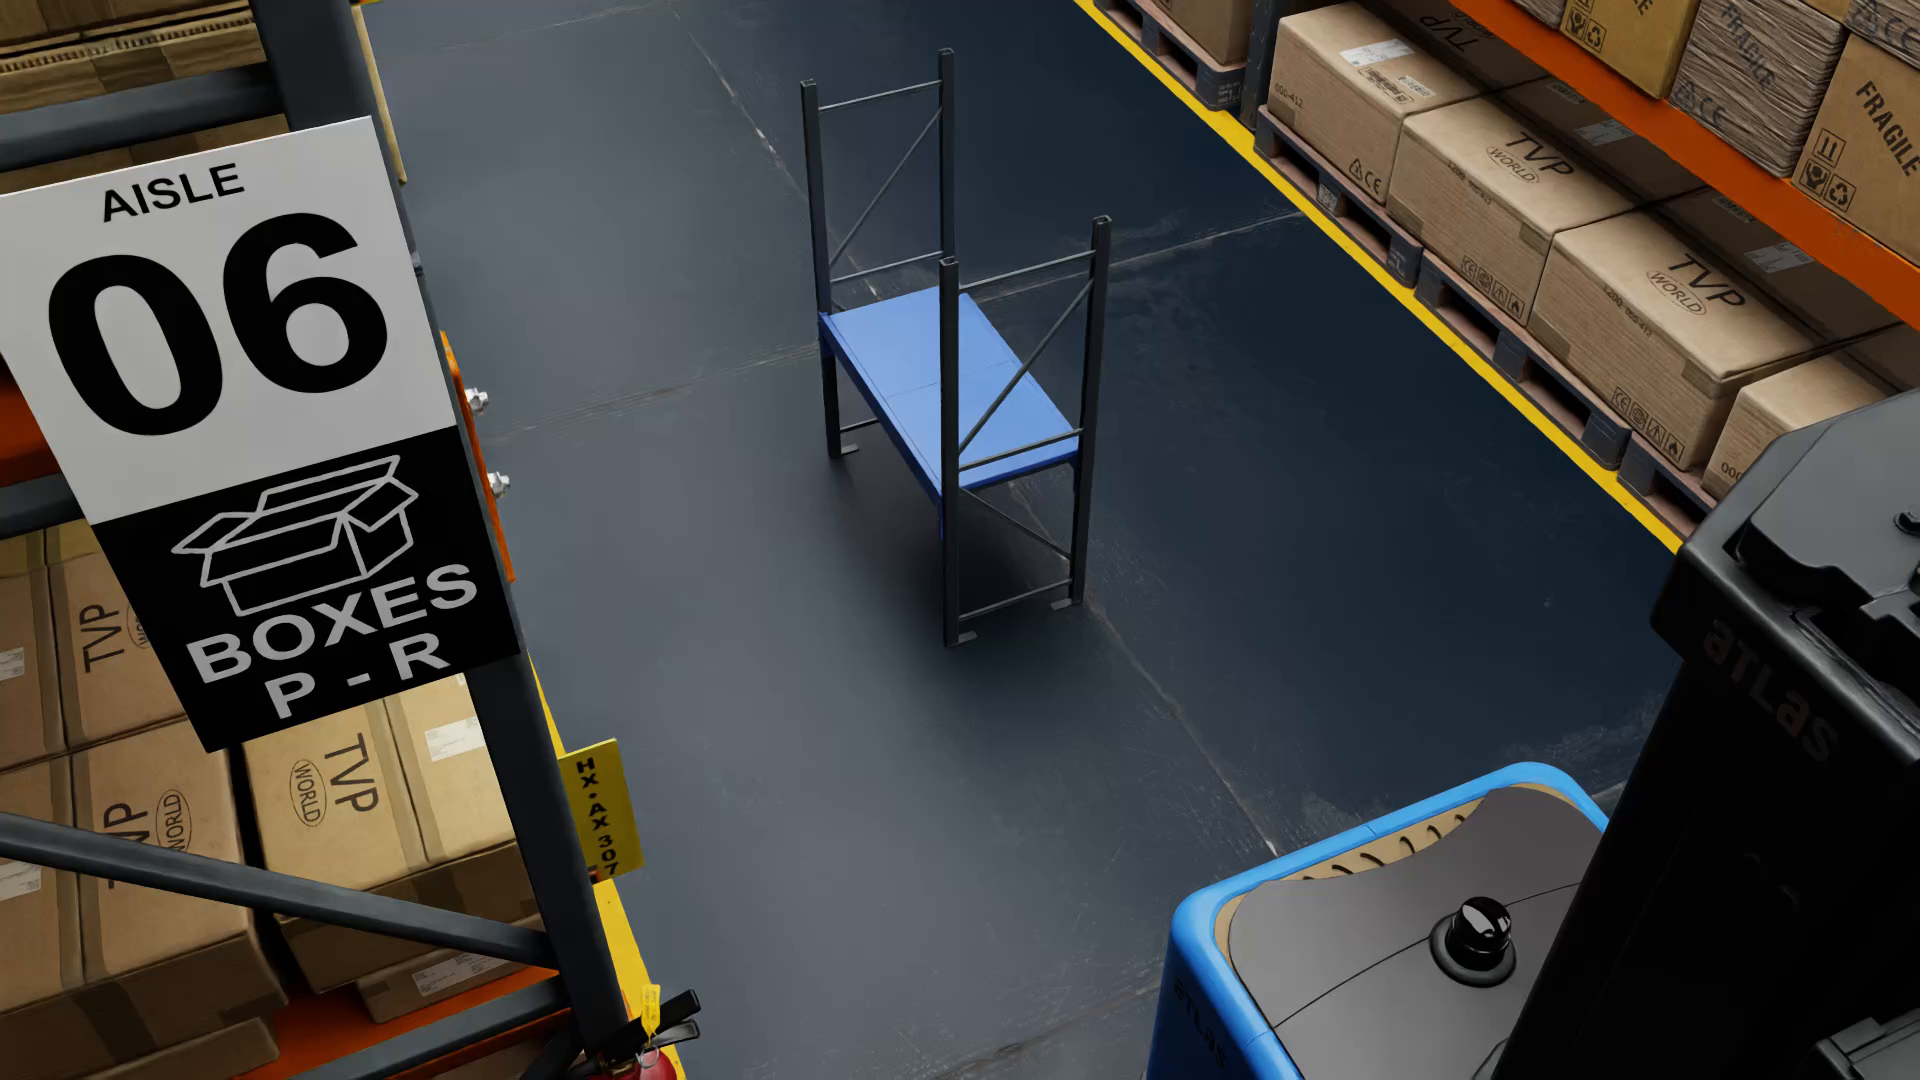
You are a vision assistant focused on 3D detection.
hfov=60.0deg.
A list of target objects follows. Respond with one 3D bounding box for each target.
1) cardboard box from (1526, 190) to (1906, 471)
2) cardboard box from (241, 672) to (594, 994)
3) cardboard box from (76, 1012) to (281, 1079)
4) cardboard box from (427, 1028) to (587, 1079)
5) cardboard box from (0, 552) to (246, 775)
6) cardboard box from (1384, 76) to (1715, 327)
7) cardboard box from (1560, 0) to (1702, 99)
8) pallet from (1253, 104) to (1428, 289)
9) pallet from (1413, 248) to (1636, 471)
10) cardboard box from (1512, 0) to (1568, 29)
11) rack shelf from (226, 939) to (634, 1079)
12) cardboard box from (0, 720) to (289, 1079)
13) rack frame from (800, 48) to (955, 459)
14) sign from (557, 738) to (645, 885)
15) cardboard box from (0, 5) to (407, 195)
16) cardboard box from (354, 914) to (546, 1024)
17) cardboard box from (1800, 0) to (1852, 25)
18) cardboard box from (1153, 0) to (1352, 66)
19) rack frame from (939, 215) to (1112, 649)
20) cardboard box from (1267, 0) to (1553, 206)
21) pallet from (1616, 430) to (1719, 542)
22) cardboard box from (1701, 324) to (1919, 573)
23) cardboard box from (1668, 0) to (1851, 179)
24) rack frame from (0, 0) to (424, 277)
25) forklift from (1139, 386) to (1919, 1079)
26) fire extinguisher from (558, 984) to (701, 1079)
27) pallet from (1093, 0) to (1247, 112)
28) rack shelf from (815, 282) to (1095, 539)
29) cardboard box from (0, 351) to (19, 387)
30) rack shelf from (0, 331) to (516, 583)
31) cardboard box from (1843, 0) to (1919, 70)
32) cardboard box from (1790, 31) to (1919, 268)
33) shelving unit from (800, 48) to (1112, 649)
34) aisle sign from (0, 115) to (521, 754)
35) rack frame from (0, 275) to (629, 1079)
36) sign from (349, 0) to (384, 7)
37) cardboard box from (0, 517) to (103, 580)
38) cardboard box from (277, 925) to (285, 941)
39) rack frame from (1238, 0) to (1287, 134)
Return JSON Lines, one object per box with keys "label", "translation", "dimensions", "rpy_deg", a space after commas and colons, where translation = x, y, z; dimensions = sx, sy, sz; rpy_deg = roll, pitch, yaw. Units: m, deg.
{"label": "cardboard box", "translation": [2.693, -0.784, 5.934], "dimensions": [0.875, 0.438, 0.875], "rpy_deg": [-17, 47, -16]}
{"label": "cardboard box", "translation": [-0.995, 0.473, 3.030], "dimensions": [0.500, 0.250, 0.500], "rpy_deg": [-18, 47, -17]}
{"label": "cardboard box", "translation": [-1.431, 0.851, 2.931], "dimensions": [0.380, 0.149, 0.250], "rpy_deg": [-19, 48, -18]}
{"label": "cardboard box", "translation": [-1.219, 1.215, 3.861], "dimensions": [0.797, 0.503, 0.637], "rpy_deg": [-20, 48, -19]}
{"label": "cardboard box", "translation": [-1.698, 0.298, 3.208], "dimensions": [0.500, 0.250, 0.500], "rpy_deg": [-18, 47, -17]}
{"label": "cardboard box", "translation": [2.315, -1.359, 6.517], "dimensions": [0.875, 0.438, 0.875], "rpy_deg": [-19, 48, -19]}
{"label": "cardboard box", "translation": [2.359, -1.814, 5.381], "dimensions": [0.500, 0.500, 0.500], "rpy_deg": [-17, 47, -16]}
{"label": "pallet", "translation": [2.021, -1.623, 7.245], "dimensions": [1.003, 0.211, 1.213], "rpy_deg": [-18, 47, -17]}
{"label": "pallet", "translation": [2.537, -0.845, 6.456], "dimensions": [1.003, 0.211, 1.213], "rpy_deg": [-18, 47, -17]}
{"label": "cardboard box", "translation": [2.143, -2.142, 5.714], "dimensions": [0.500, 0.500, 0.500], "rpy_deg": [-18, 47, -17]}
{"label": "rack shelf", "translation": [-1.889, -0.125, 4.253], "dimensions": [1.077, 0.370, 4.000], "rpy_deg": [-18, 47, -17]}
{"label": "cardboard box", "translation": [-1.483, 0.626, 2.874], "dimensions": [0.500, 0.250, 0.500], "rpy_deg": [-17, 47, -16]}
{"label": "rack frame", "translation": [-0.250, -0.912, 5.607], "dimensions": [0.500, 1.500, 0.032], "rpy_deg": [-18, 47, -17]}
{"label": "sign", "translation": [-0.556, 0.425, 2.567], "dimensions": [0.100, 0.325, 0.005], "rpy_deg": [-18, 47, -17]}
{"label": "cardboard box", "translation": [-0.987, -0.590, 1.972], "dimensions": [0.500, 0.250, 0.500], "rpy_deg": [-19, 48, -18]}
{"label": "cardboard box", "translation": [-0.938, 0.693, 3.091], "dimensions": [0.380, 0.149, 0.250], "rpy_deg": [-18, 48, -18]}
{"label": "cardboard box", "translation": [2.584, -1.843, 4.700], "dimensions": [0.500, 0.500, 0.500], "rpy_deg": [-18, 47, -18]}
{"label": "cardboard box", "translation": [1.439, -2.888, 7.755], "dimensions": [0.875, 0.875, 0.875], "rpy_deg": [-17, 47, -16]}
{"label": "rack frame", "translation": [0.178, -0.264, 4.950], "dimensions": [0.500, 1.500, 0.032], "rpy_deg": [-18, 47, -17]}
{"label": "cardboard box", "translation": [1.938, -1.929, 7.095], "dimensions": [0.875, 0.438, 0.875], "rpy_deg": [-19, 48, -18]}
{"label": "pallet", "translation": [3.047, -0.068, 5.669], "dimensions": [1.003, 0.211, 1.213], "rpy_deg": [-18, 47, -17]}
{"label": "cardboard box", "translation": [3.085, -0.203, 5.345], "dimensions": [0.875, 0.438, 0.875], "rpy_deg": [-20, 48, -19]}
{"label": "cardboard box", "translation": [2.588, -1.489, 5.052], "dimensions": [0.500, 0.500, 0.500], "rpy_deg": [-17, 47, -16]}
{"label": "rack frame", "translation": [-1.048, -1.242, 0.602], "dimensions": [1.000, 3.000, 0.127], "rpy_deg": [-18, 47, -17]}
{"label": "forklift", "translation": [1.487, 1.283, 2.363], "dimensions": [1.130, 2.935, 3.031], "rpy_deg": [-18, 47, -17]}
{"label": "fire extinguisher", "translation": [-0.567, 1.011, 2.910], "dimensions": [0.296, 0.674, 0.183], "rpy_deg": [-18, 47, -17]}
{"label": "pallet", "translation": [1.379, -2.600, 8.235], "dimensions": [1.003, 0.211, 1.213], "rpy_deg": [-18, 47, -17]}
{"label": "rack shelf", "translation": [-0.036, -0.460, 5.405], "dimensions": [0.538, 0.185, 1.000], "rpy_deg": [-18, 47, -17]}
{"label": "cardboard box", "translation": [-0.971, -0.356, 2.019], "dimensions": [0.380, 0.149, 0.250], "rpy_deg": [-17, 47, -17]}
{"label": "rack shelf", "translation": [-1.889, -1.192, 3.199], "dimensions": [1.077, 0.370, 4.000], "rpy_deg": [-18, 47, -17]}
{"label": "cardboard box", "translation": [2.789, -1.527, 4.379], "dimensions": [0.500, 0.500, 0.500], "rpy_deg": [-18, 47, -17]}
{"label": "cardboard box", "translation": [2.813, -1.164, 4.722], "dimensions": [0.500, 0.500, 0.500], "rpy_deg": [-19, 48, -18]}
{"label": "shelving unit", "translation": [-0.036, -0.588, 5.278], "dimensions": [0.538, 1.500, 1.048], "rpy_deg": [-18, 47, -17]}
{"label": "aisle sign", "translation": [-0.753, -0.075, 1.839], "dimensions": [0.394, 0.787, 0.004], "rpy_deg": [-18, 47, -17]}
{"label": "rack frame", "translation": [-1.048, 0.894, 2.709], "dimensions": [1.000, 3.000, 0.127], "rpy_deg": [-18, 47, -17]}
{"label": "sign", "translation": [-0.556, -0.645, 1.511], "dimensions": [0.100, 0.325, 0.005], "rpy_deg": [-18, 47, -17]}
{"label": "cardboard box", "translation": [-1.902, -0.019, 3.529], "dimensions": [0.500, 0.250, 0.500], "rpy_deg": [-17, 47, -16]}
{"label": "cardboard box", "translation": [-1.482, 0.671, 3.113], "dimensions": [0.380, 0.149, 0.250], "rpy_deg": [-17, 47, -16]}
{"label": "rack frame", "translation": [1.772, -3.124, 6.780], "dimensions": [1.000, 3.000, 0.127], "rpy_deg": [-18, 47, -17]}
